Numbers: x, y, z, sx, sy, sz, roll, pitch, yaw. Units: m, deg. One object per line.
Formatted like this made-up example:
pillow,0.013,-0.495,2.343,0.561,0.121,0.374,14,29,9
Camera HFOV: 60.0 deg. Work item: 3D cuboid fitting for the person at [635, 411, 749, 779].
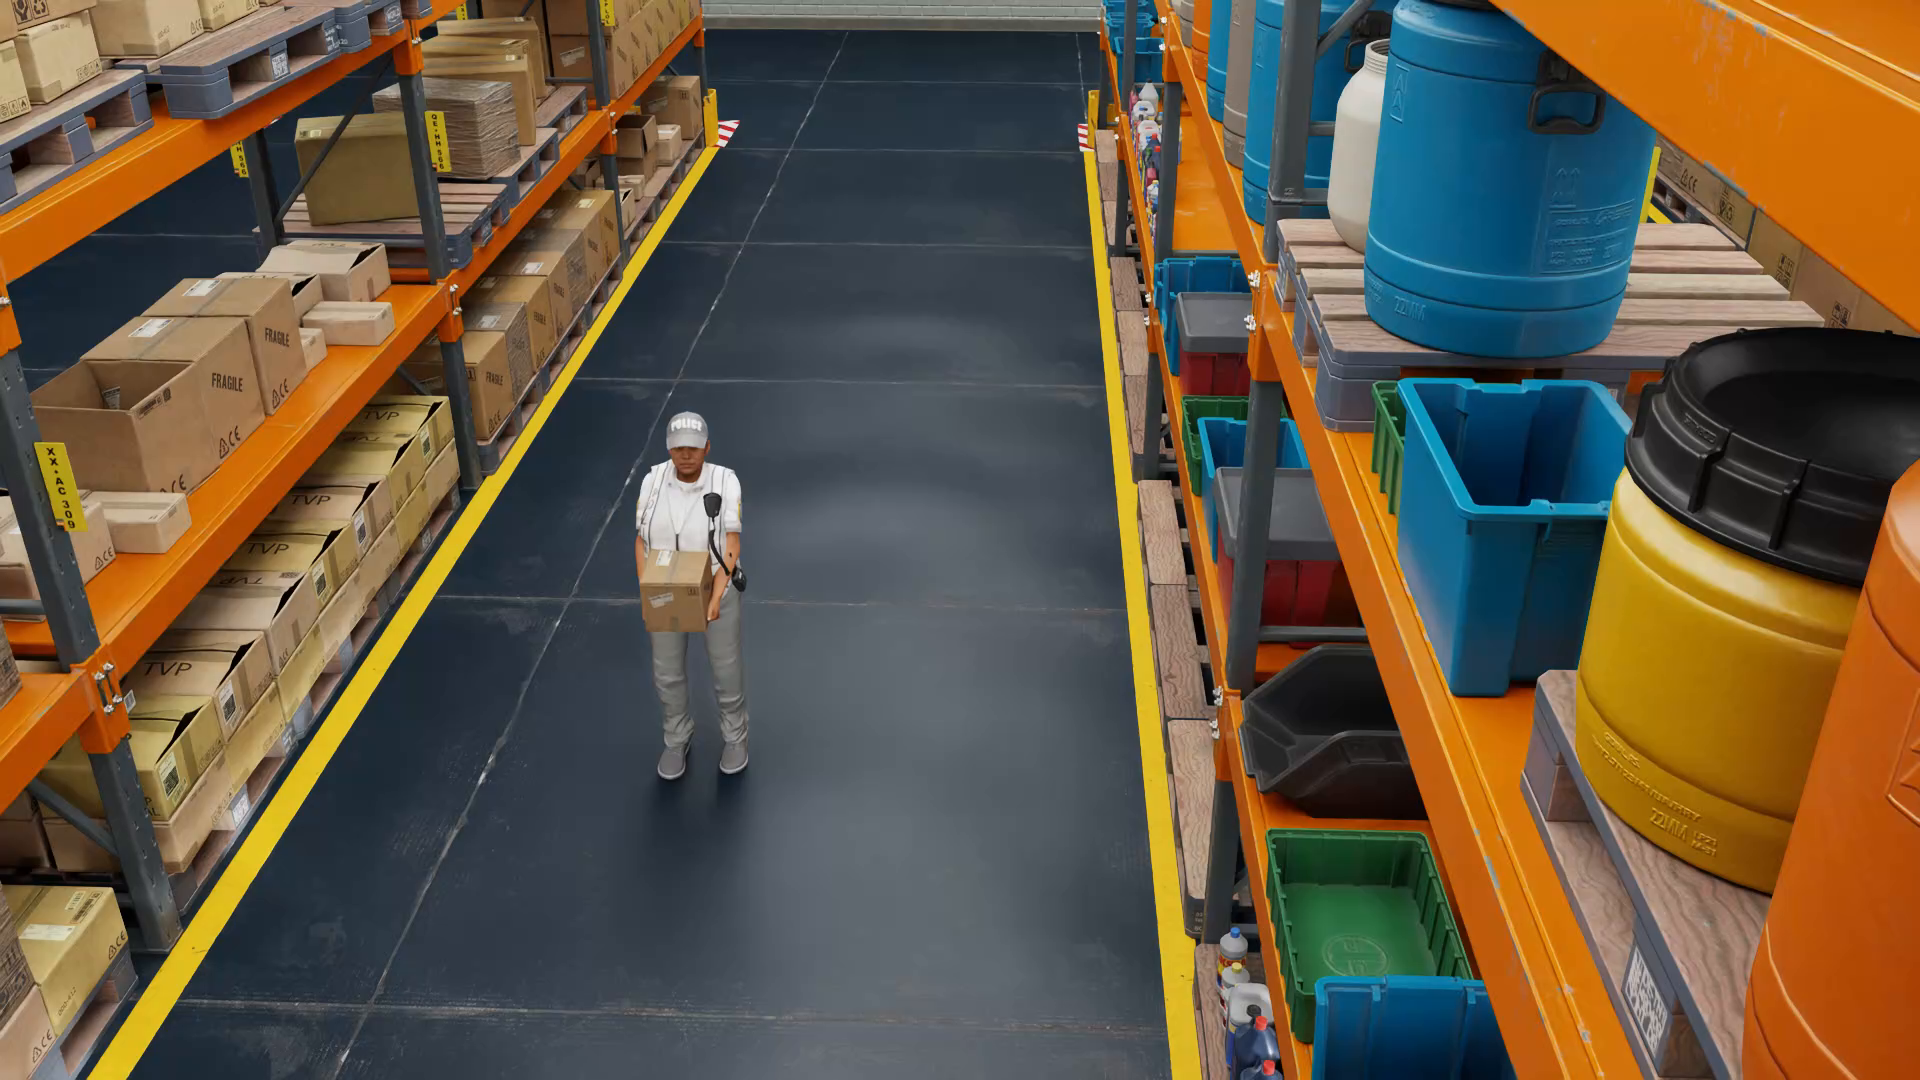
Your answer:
person,-1.150,0.267,7.130,0.453,1.653,0.541,1,28,2
